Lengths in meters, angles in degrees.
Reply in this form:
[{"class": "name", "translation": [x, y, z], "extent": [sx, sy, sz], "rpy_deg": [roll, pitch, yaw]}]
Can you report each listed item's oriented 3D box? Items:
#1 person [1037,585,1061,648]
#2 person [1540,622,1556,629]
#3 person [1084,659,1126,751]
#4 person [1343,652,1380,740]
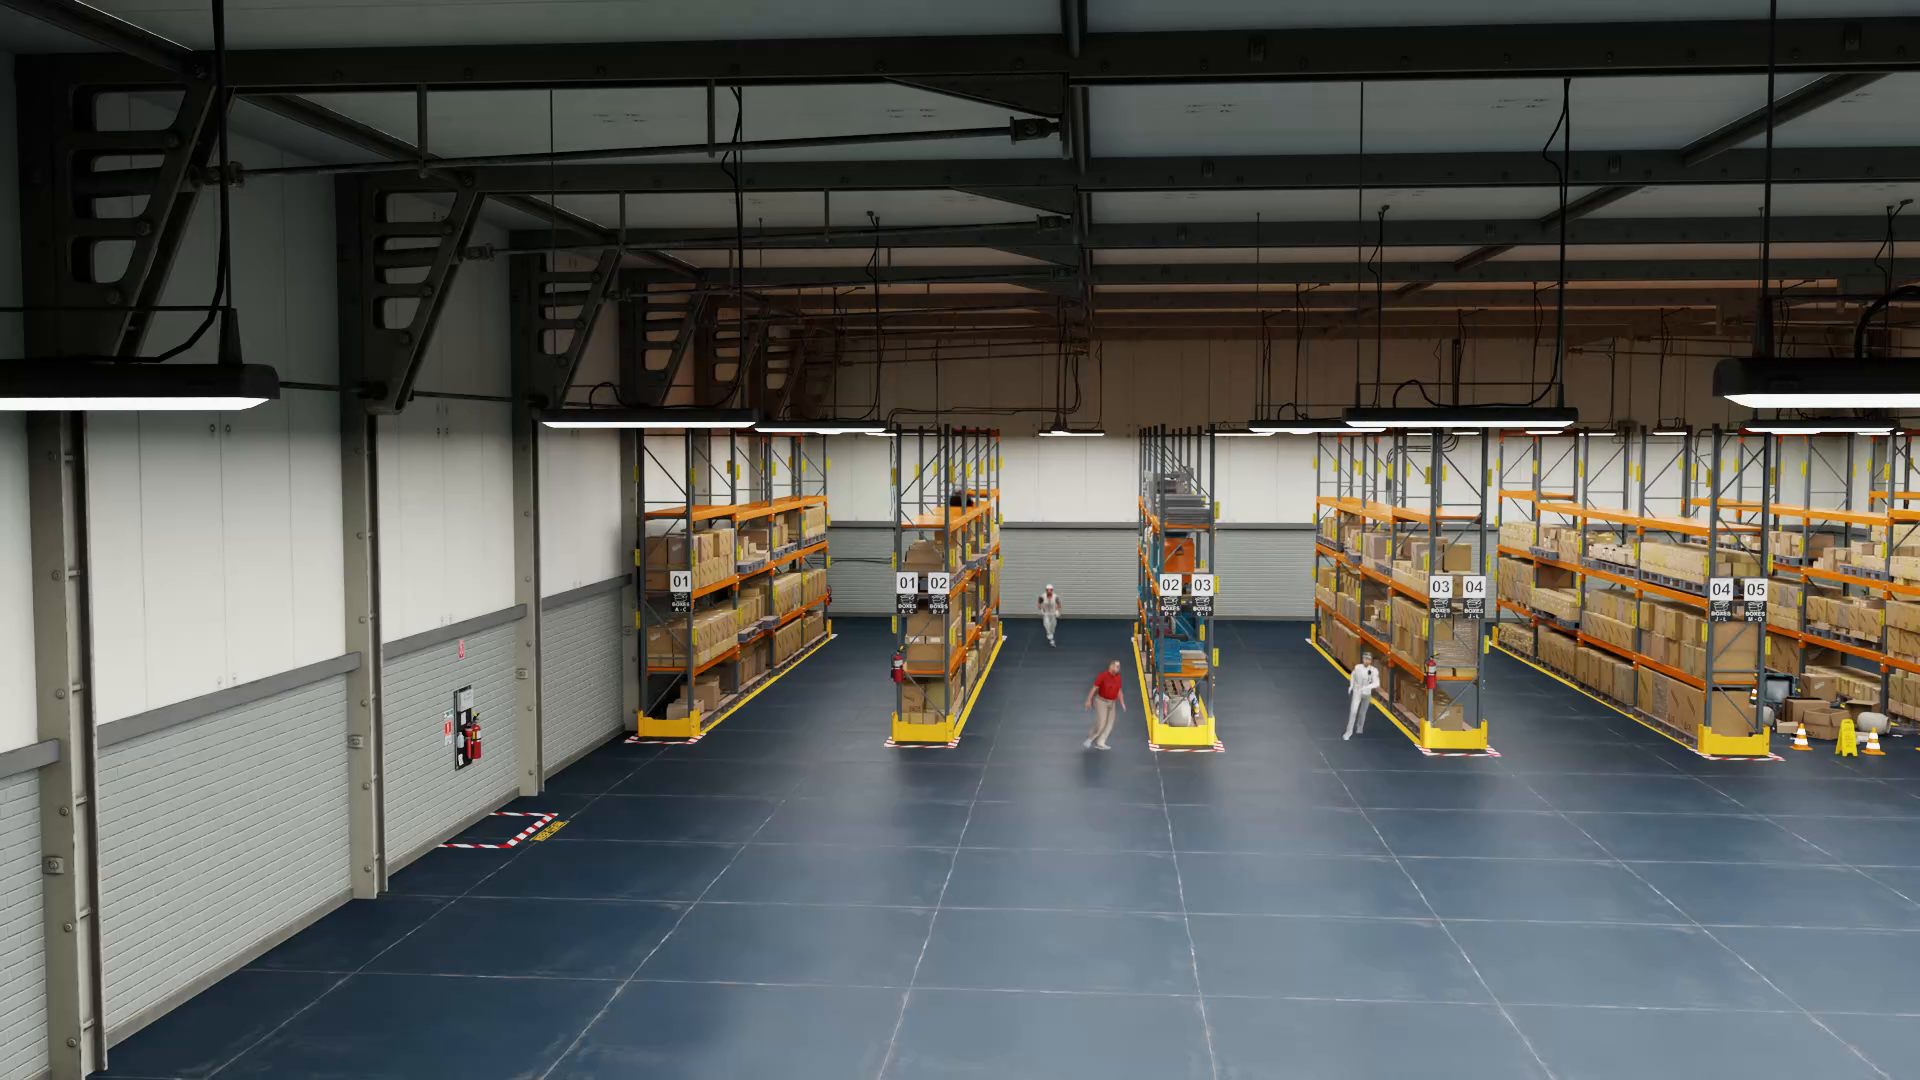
[{"class": "person", "translation": [2.451, 2.075, 45.816], "extent": [0.654, 1.744, 0.880], "rpy_deg": [0, 3, 1]}, {"class": "person", "translation": [16.459, 1.935, 47.211], "extent": [0.992, 1.755, 0.705], "rpy_deg": [0, 3, 5]}, {"class": "person", "translation": [2.649, 3.026, 30.575], "extent": [0.708, 1.693, 0.583], "rpy_deg": [-3, 4, -36]}, {"class": "person", "translation": [7.670, 2.937, 31.698], "extent": [0.653, 1.651, 0.822], "rpy_deg": [1, 4, 18]}]
